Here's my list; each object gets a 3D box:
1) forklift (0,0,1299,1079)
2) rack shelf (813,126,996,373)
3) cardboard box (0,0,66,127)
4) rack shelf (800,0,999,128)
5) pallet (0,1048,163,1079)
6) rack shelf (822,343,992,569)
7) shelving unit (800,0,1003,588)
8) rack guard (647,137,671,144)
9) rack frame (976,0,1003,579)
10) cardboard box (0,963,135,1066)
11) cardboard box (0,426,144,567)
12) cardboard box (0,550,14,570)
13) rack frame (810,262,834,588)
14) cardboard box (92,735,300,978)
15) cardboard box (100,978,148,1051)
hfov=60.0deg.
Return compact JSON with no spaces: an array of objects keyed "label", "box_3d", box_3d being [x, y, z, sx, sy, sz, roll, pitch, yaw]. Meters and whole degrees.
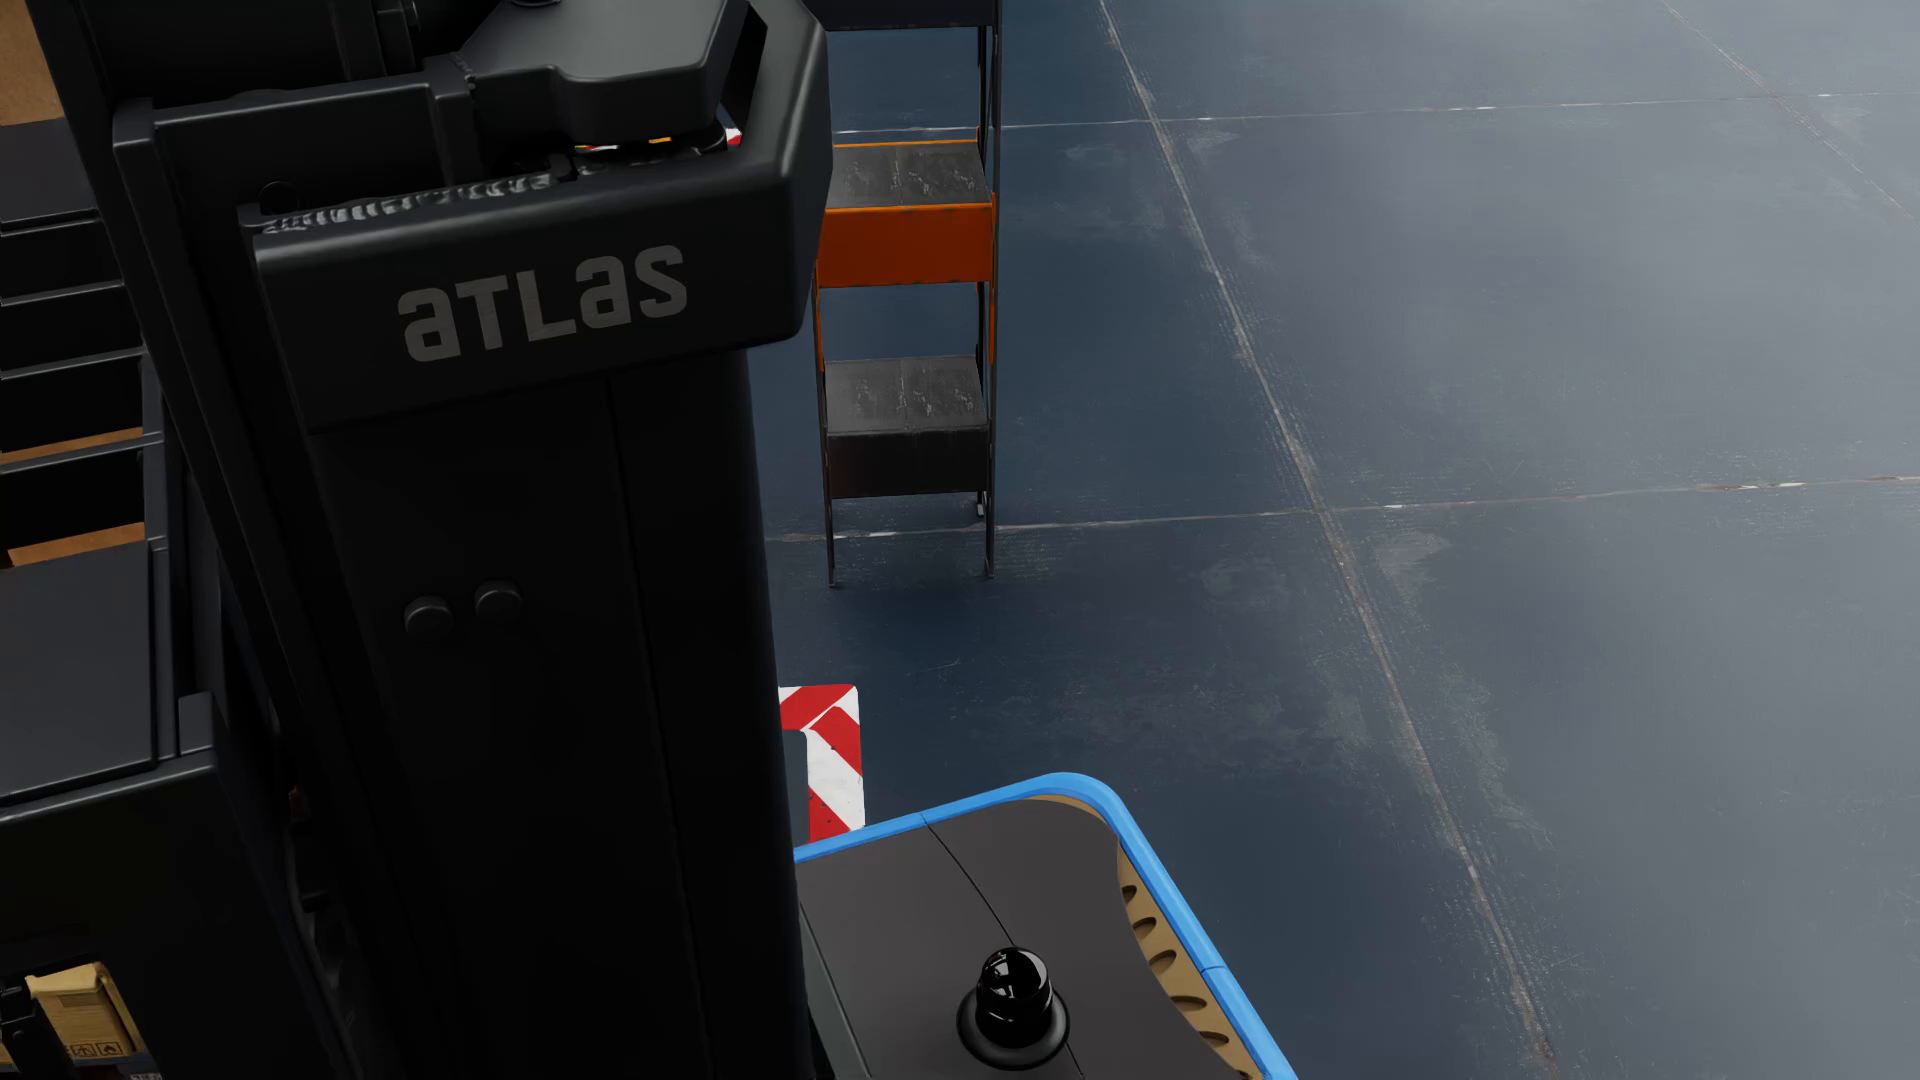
[{"label":"forklift","box_3d":[-0.956,0.707,1.988,3.031,2.935,1.130,-14,40,-17]},{"label":"rack shelf","box_3d":[-0.165,-0.805,4.597,0.480,0.518,0.431,-3,38,-4]},{"label":"cardboard box","box_3d":[-1.534,-0.831,2.754,0.500,0.500,0.700,-3,38,-4]},{"label":"rack shelf","box_3d":[-0.165,-1.354,4.163,0.480,0.518,0.431,-3,38,-4]},{"label":"pallet","box_3d":[-1.774,0.859,3.991,1.213,0.211,1.003,-3,38,-4]},{"label":"rack shelf","box_3d":[-0.165,-0.255,5.030,0.480,0.518,0.431,-3,38,-4]},{"label":"shelving unit","box_3d":[-0.165,-0.815,4.588,0.503,2.100,0.431,-3,38,-4]},{"label":"rack guard","box_3d":[-1.522,-2.345,7.819,0.348,0.500,1.175,-3,38,-4]},{"label":"rack frame","box_3d":[0.078,-0.829,4.605,0.015,2.100,0.400,-3,38,-4]},{"label":"cardboard box","box_3d":[-2.021,0.858,3.622,0.500,0.250,0.500,-3,38,-4]},{"label":"cardboard box","box_3d":[-1.482,-0.325,3.159,0.500,0.500,0.700,-3,38,-4]},{"label":"cardboard box","box_3d":[-2.004,-0.293,3.119,0.500,0.500,0.700,-2,38,-3]},{"label":"rack frame","box_3d":[-0.408,-0.802,4.571,0.015,2.100,0.400,-3,38,-4]},{"label":"cardboard box","box_3d":[-1.523,0.530,3.432,0.500,0.500,0.500,-3,38,-4]},{"label":"cardboard box","box_3d":[-1.524,0.823,3.666,0.500,0.250,0.500,-3,38,-4]}]
